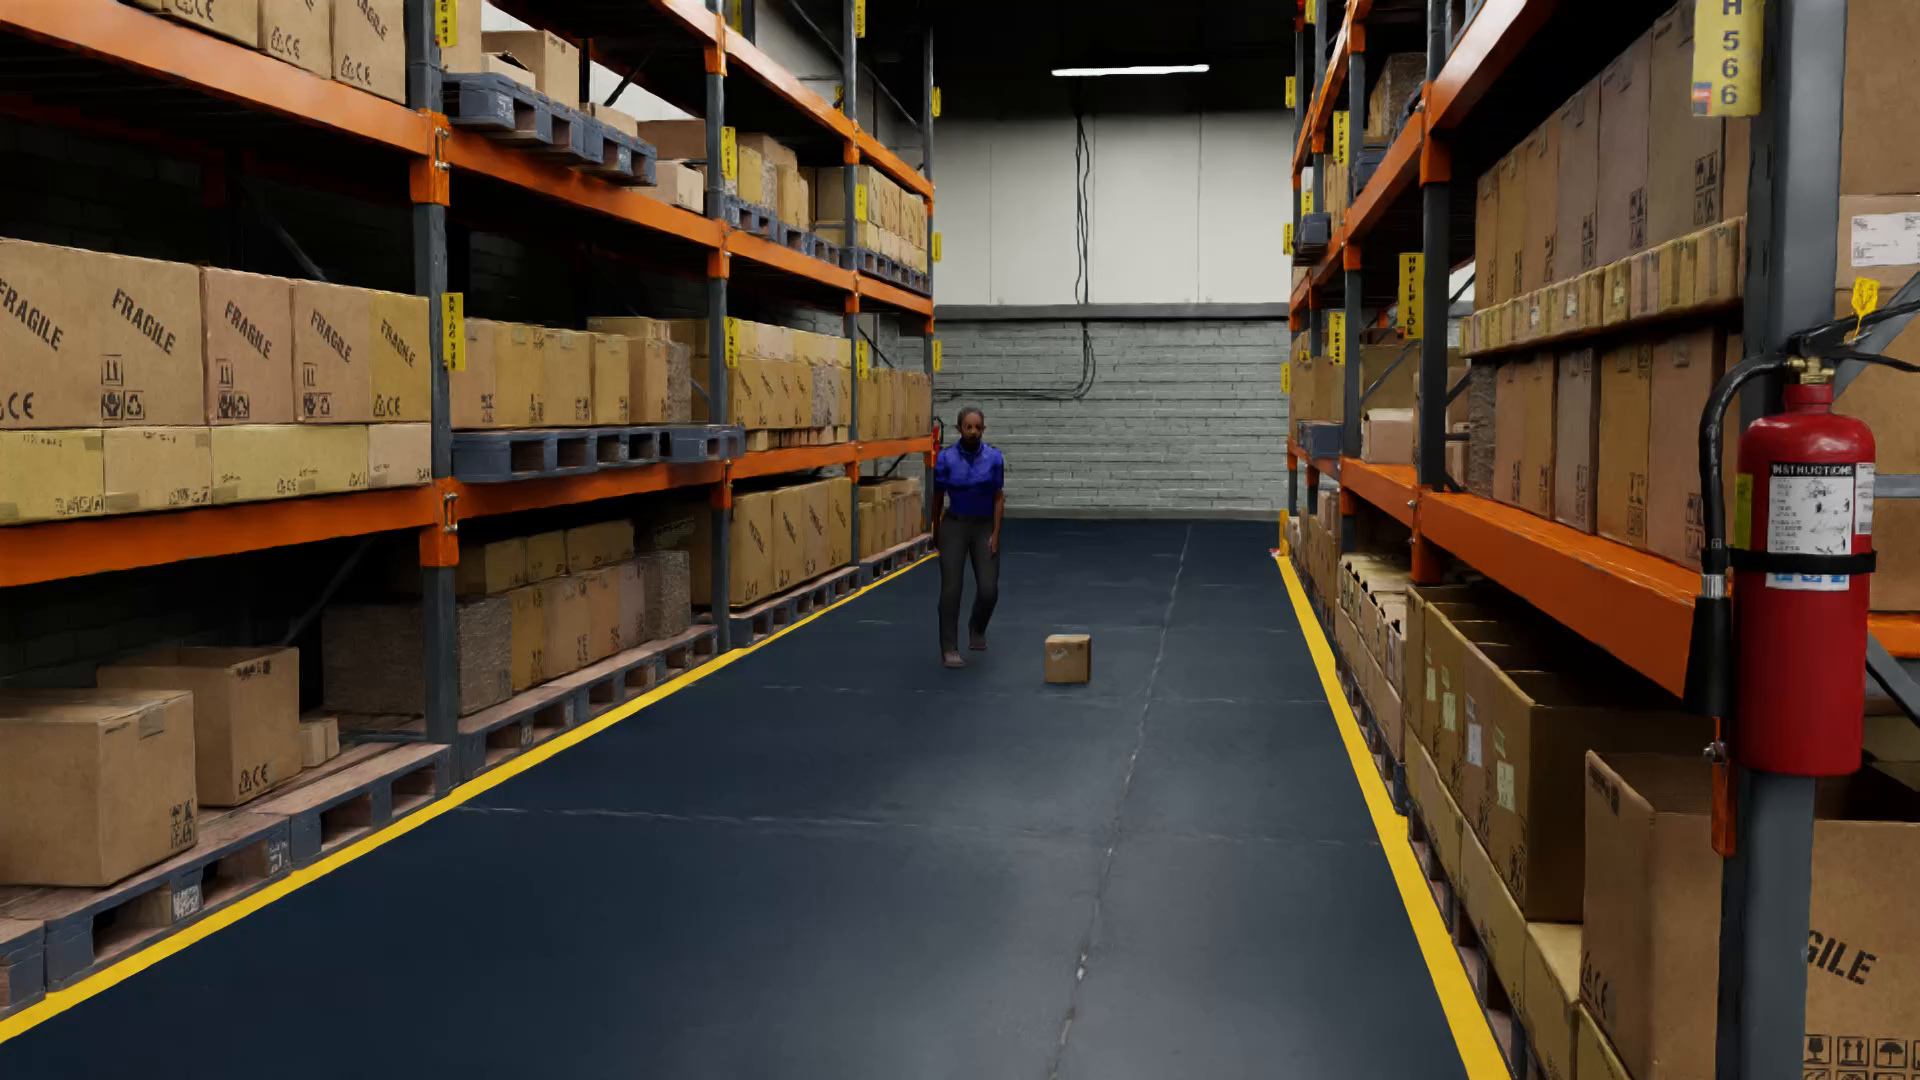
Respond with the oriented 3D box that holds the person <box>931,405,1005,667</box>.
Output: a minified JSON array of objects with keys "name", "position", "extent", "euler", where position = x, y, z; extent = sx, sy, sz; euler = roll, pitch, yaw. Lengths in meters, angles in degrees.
[{"name":"person","position":[0.045,-0.028,10.436],"extent":[0.448,1.635,0.600],"euler":[-1,5,-10]}]
